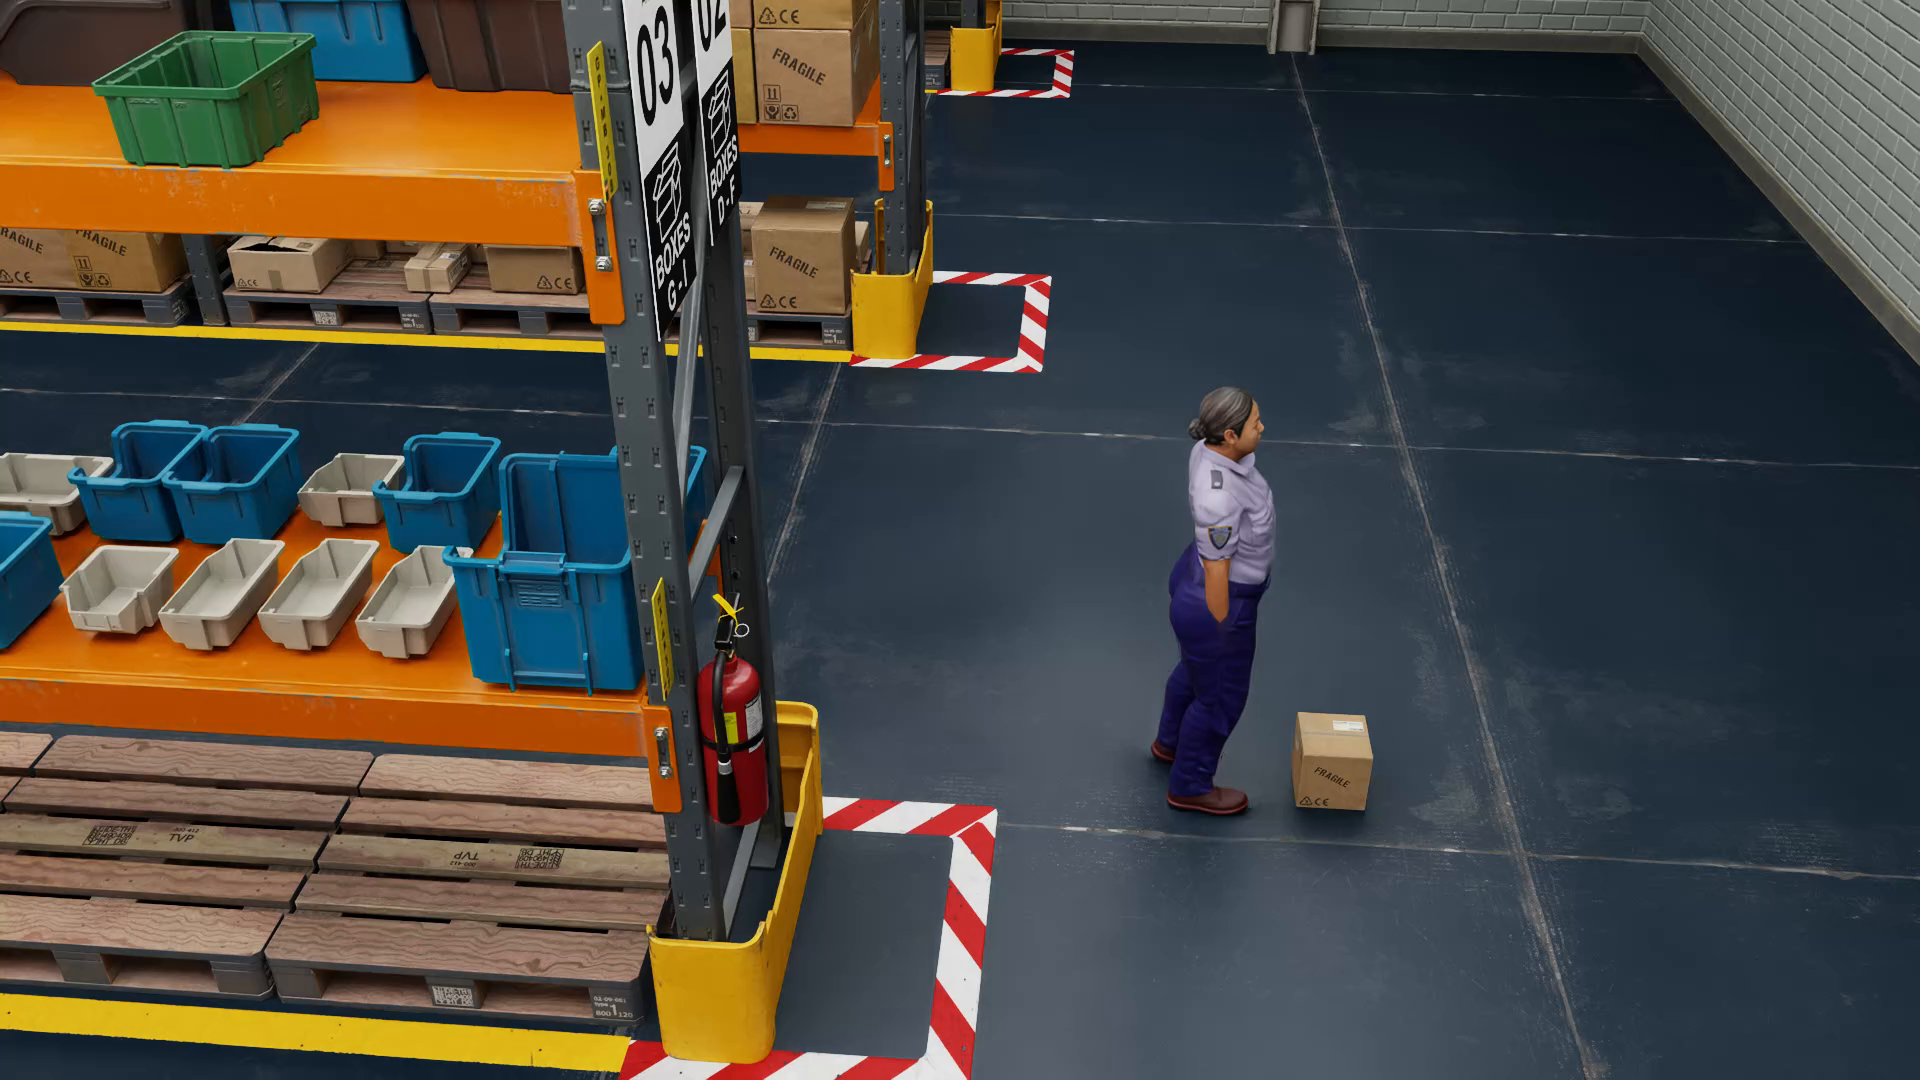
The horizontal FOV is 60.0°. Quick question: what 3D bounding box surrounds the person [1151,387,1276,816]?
[{"bbox_3d":[0.897,0.221,5.838,0.360,1.682,0.467,3,32,5],"label":"person"}]
